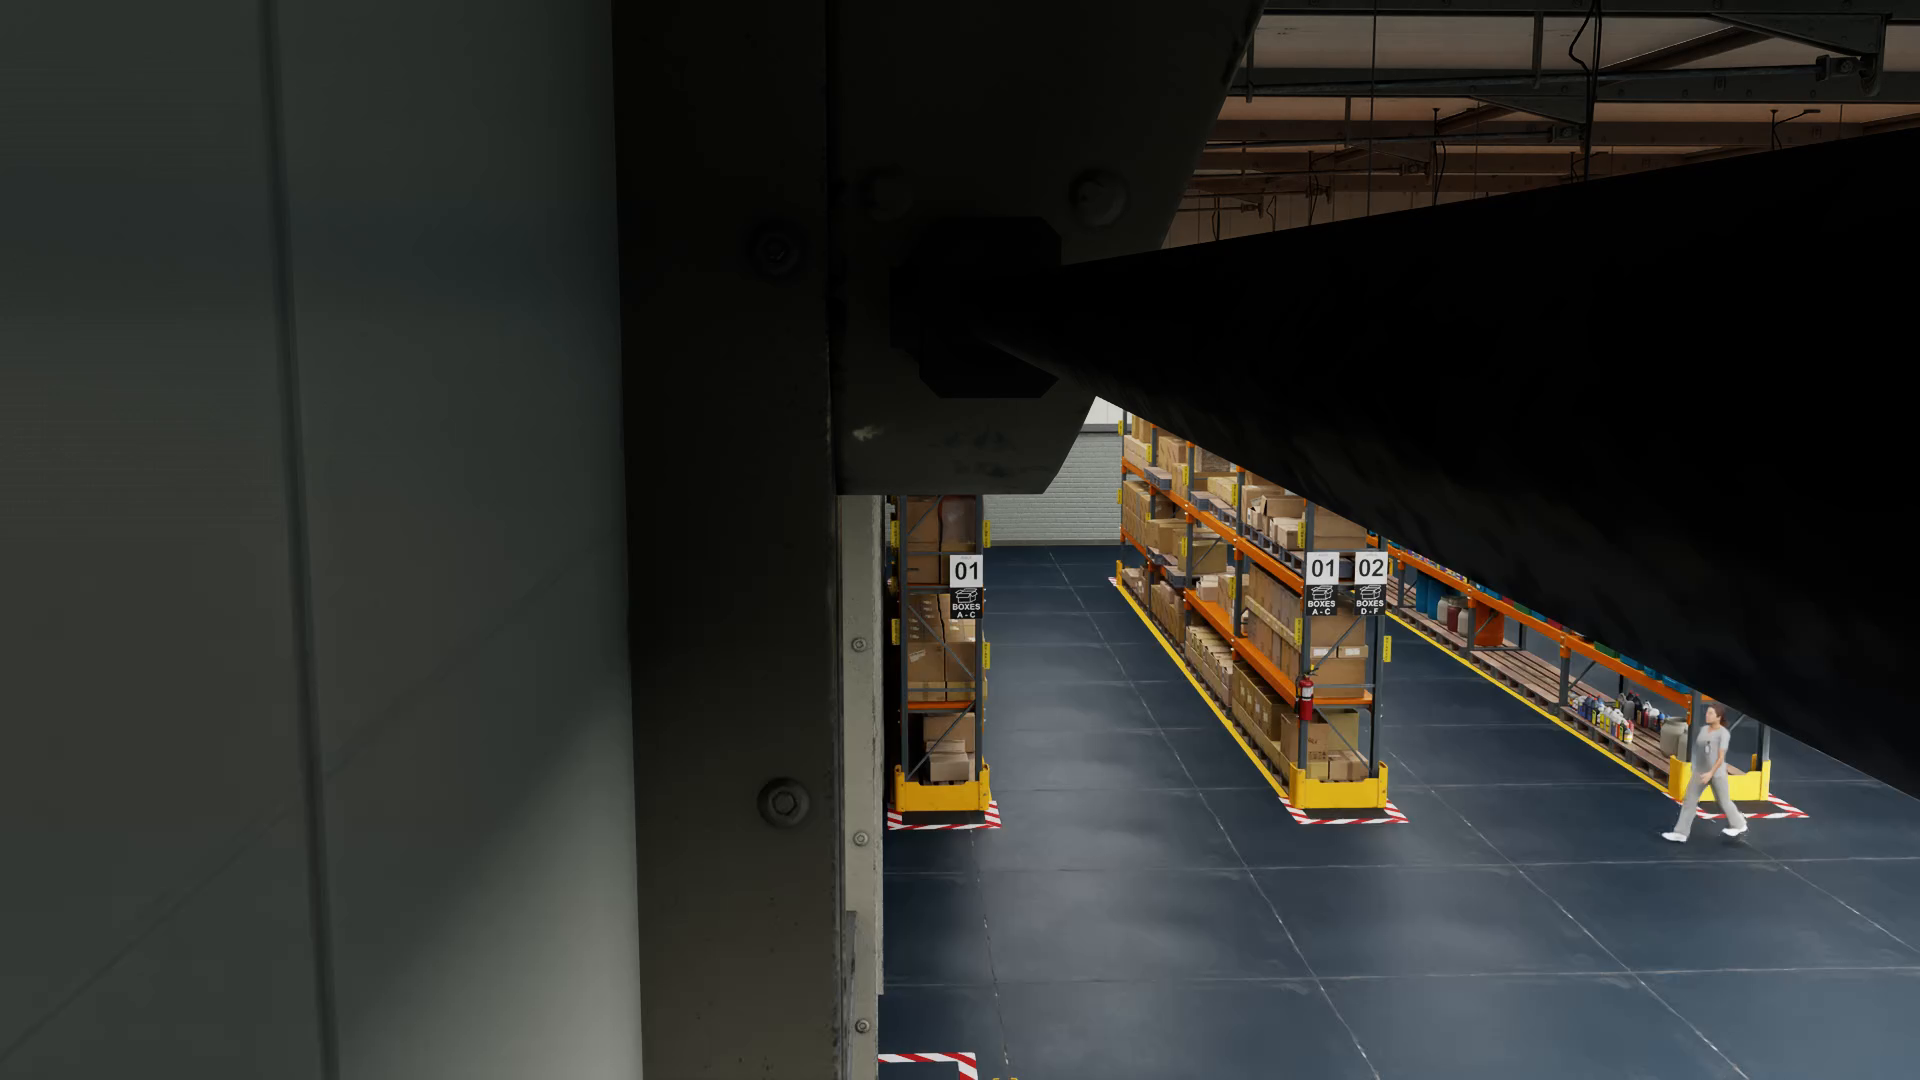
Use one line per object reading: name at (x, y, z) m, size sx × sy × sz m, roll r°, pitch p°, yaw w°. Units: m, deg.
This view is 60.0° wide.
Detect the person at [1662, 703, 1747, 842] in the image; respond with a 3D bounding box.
person at (8.689, 2.696, 19.281) m, size 1.023 × 1.629 × 0.442 m, roll -4°, pitch 9°, yaw -25°
